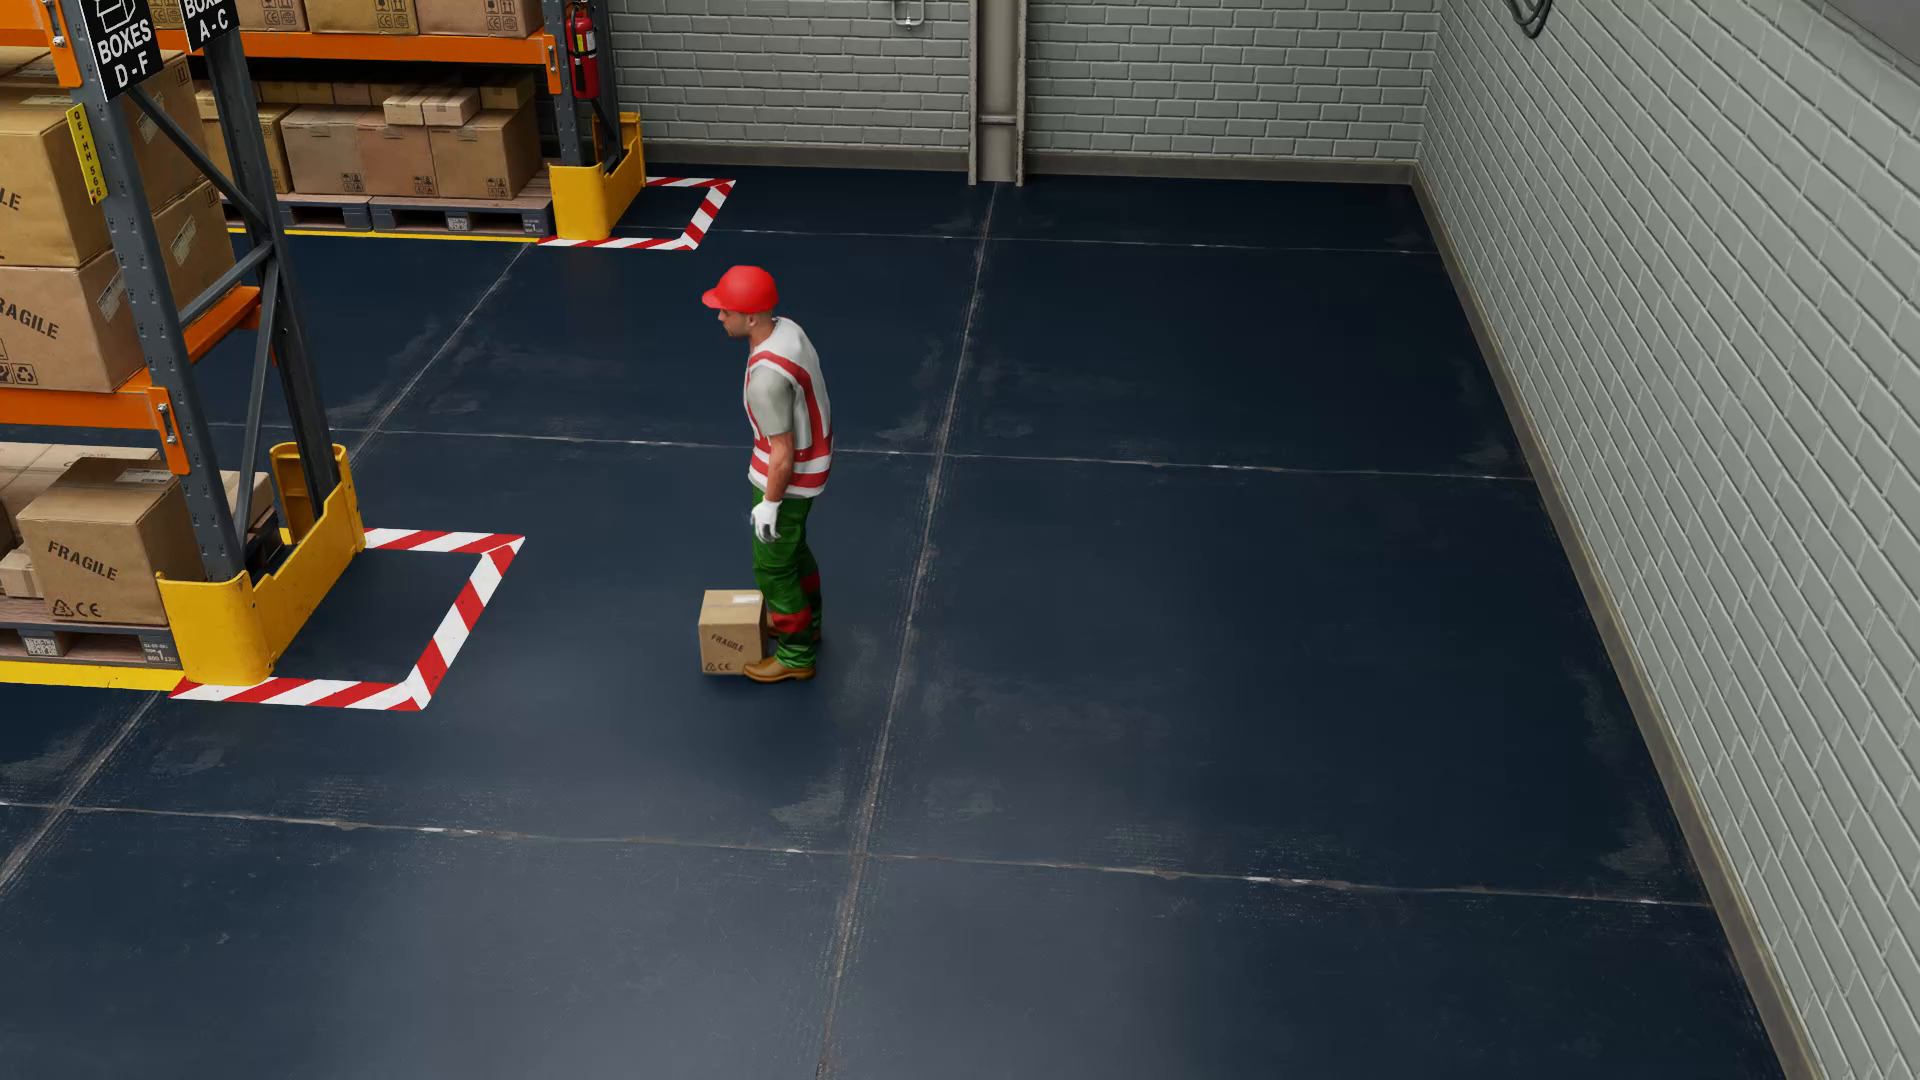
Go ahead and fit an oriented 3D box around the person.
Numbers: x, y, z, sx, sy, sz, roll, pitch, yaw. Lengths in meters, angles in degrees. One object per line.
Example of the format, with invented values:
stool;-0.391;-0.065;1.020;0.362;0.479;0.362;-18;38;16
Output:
person;-0.721;-0.252;6.531;0.452;1.777;0.610;1;32;1
